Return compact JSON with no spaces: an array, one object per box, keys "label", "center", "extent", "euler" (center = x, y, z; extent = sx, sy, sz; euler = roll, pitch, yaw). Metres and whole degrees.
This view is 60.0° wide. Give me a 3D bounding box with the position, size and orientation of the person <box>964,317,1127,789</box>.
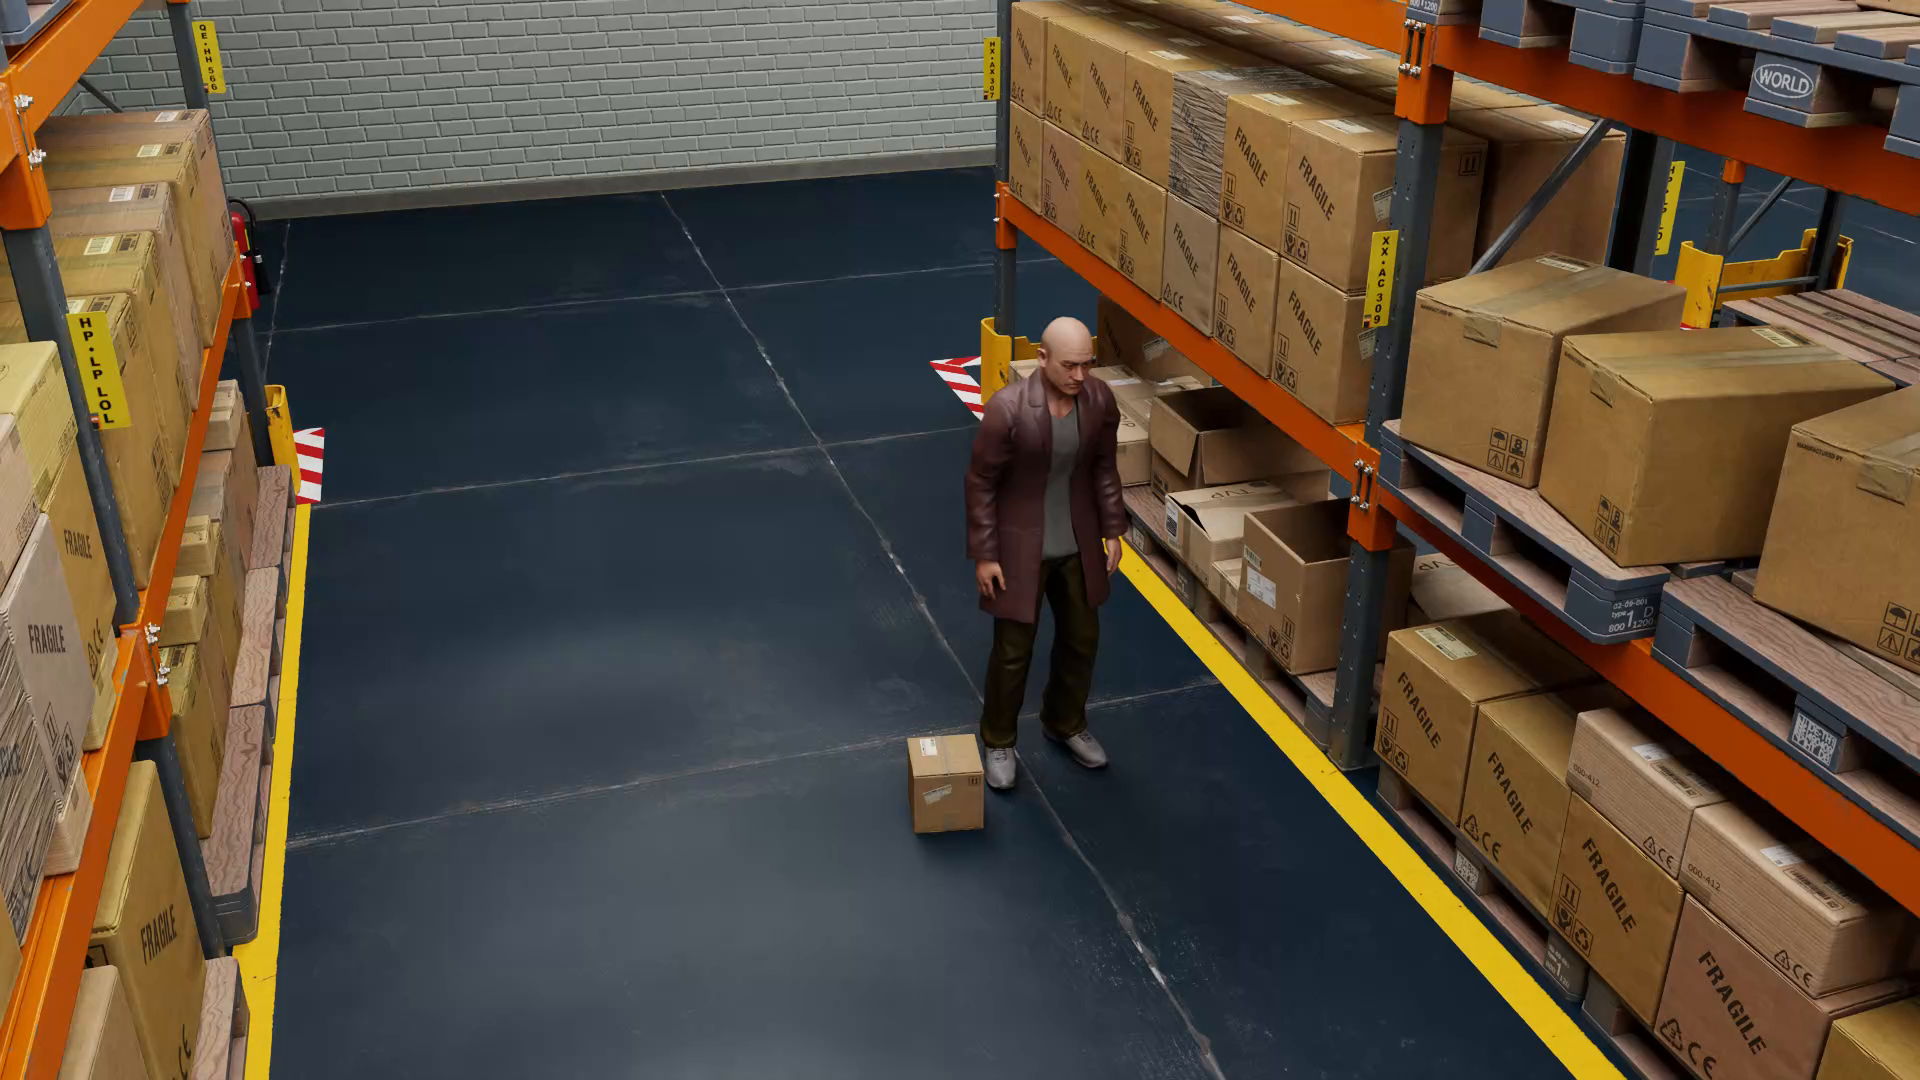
[{"label":"person","center":[0.320,0.112,6.108],"extent":[0.647,1.592,0.431],"euler":[-11,28,-21]}]
